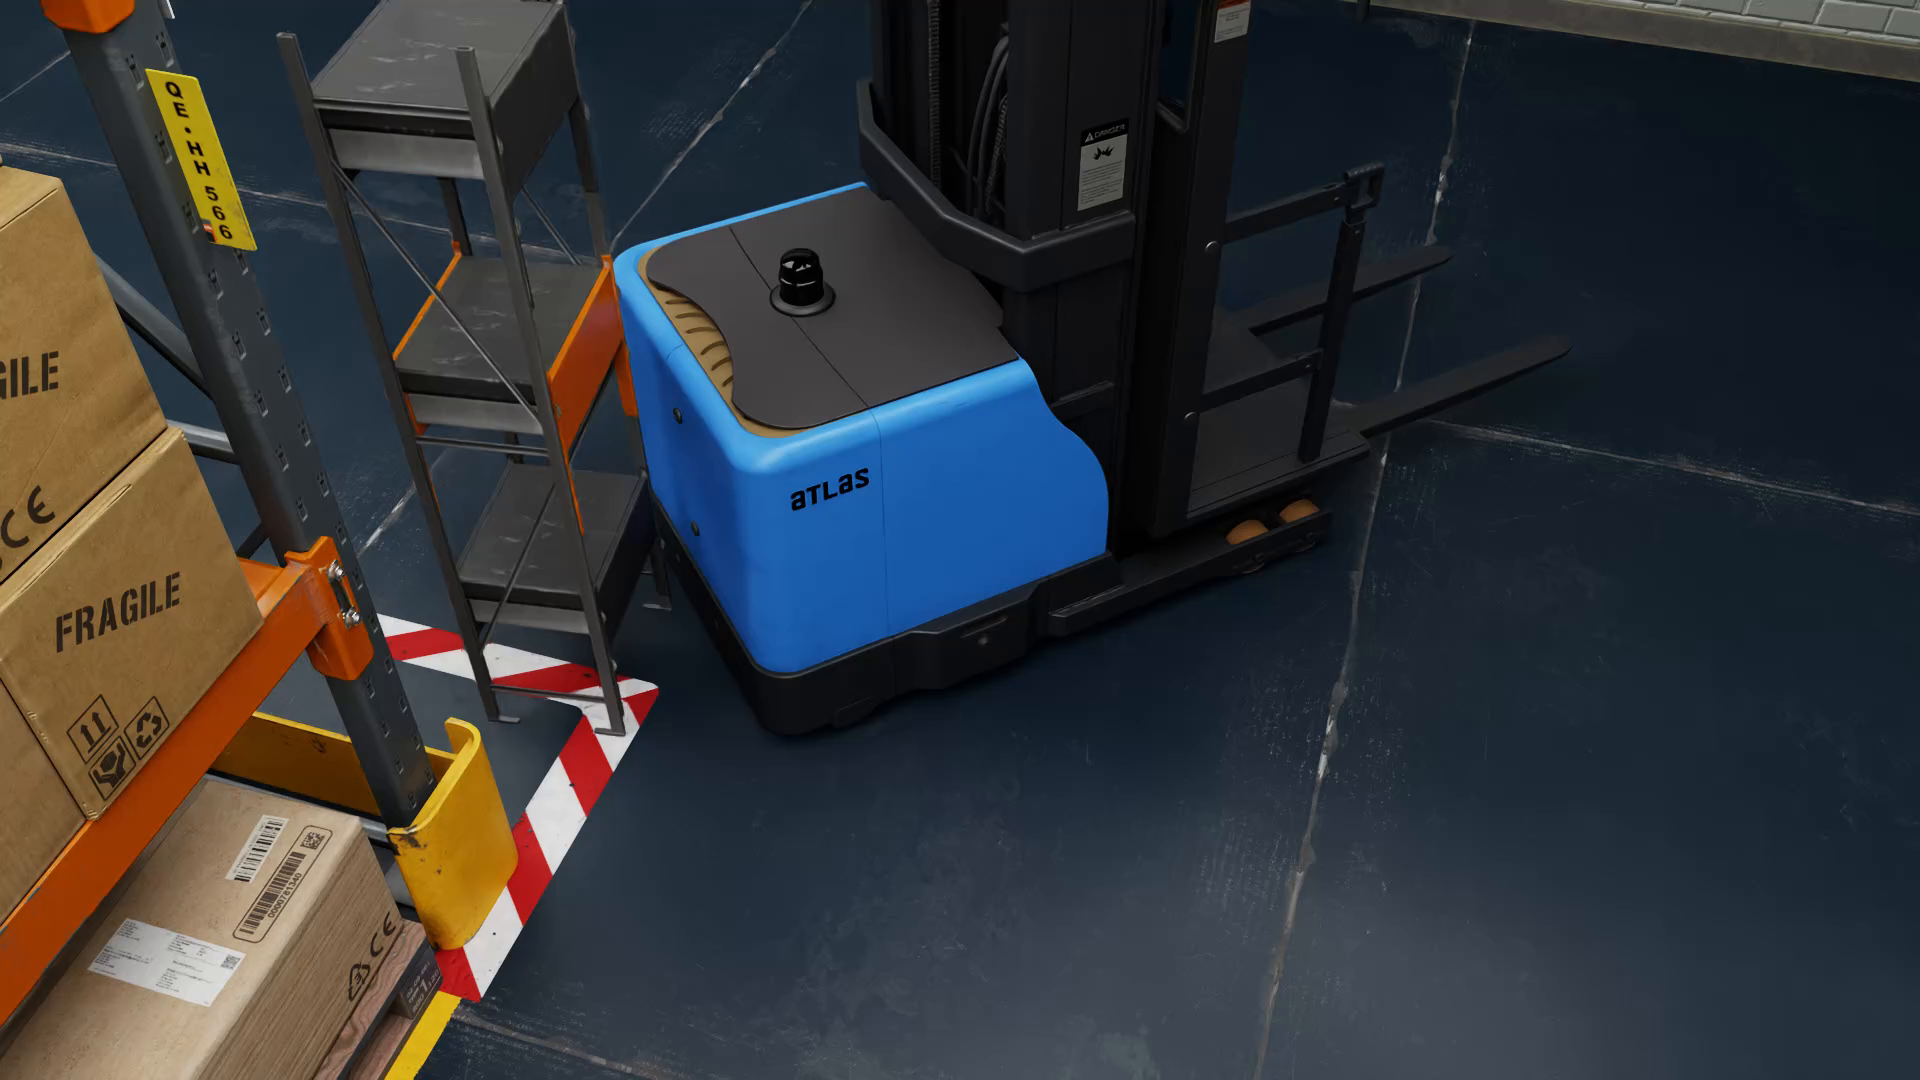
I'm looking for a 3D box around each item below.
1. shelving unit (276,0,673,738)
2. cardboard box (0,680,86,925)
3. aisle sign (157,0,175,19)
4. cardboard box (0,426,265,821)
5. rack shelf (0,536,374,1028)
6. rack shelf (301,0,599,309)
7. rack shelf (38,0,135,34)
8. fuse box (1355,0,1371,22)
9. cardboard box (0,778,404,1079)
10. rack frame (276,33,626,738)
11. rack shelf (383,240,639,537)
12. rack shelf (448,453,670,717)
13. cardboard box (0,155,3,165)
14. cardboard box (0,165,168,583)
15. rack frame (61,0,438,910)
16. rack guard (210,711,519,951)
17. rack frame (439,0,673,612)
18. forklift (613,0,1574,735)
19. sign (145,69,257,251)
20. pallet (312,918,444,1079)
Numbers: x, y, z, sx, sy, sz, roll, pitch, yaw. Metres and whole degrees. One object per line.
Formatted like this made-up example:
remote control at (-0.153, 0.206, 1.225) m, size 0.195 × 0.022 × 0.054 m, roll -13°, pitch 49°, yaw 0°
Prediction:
shelving unit at (-1.104, -0.389, 4.146) m, size 0.431 × 2.100 × 0.503 m, roll 6°, pitch 45°, yaw 6°
cardboard box at (-1.824, 0.426, 2.599) m, size 0.500 × 0.500 × 0.500 m, roll 12°, pitch 46°, yaw 12°
aisle sign at (-1.447, -1.159, 2.431) m, size 0.394 × 0.787 × 0.004 m, roll 13°, pitch 46°, yaw 13°
cardboard box at (-1.658, 0.095, 2.937) m, size 0.500 × 0.500 × 0.500 m, roll 13°, pitch 46°, yaw 13°
rack shelf at (-2.370, 1.343, 2.247) m, size 1.077 × 0.370 × 4.000 m, roll 13°, pitch 46°, yaw 13°
rack shelf at (-1.105, -0.880, 3.666) m, size 0.431 × 0.518 × 0.480 m, roll 6°, pitch 45°, yaw 6°
rack shelf at (-2.370, 0.271, 1.198) m, size 1.077 × 0.370 × 4.000 m, roll 13°, pitch 46°, yaw 13°
fuse box at (1.879, -3.008, 7.101) m, size 0.539 × 1.711 × 0.414 m, roll 13°, pitch 46°, yaw 13°
cardboard box at (-1.869, 0.980, 3.636) m, size 0.875 × 0.438 × 0.875 m, roll 11°, pitch 45°, yaw 11°
rack frame at (-1.141, -0.220, 3.974) m, size 0.400 × 2.100 × 0.015 m, roll 6°, pitch 45°, yaw 6°
rack shelf at (-1.104, -0.379, 4.156) m, size 0.431 × 0.518 × 0.480 m, roll 6°, pitch 45°, yaw 6°
rack shelf at (-1.104, 0.121, 4.645) m, size 0.431 × 0.518 × 0.480 m, roll 6°, pitch 45°, yaw 6°
cardboard box at (-1.682, -0.591, 2.459) m, size 0.380 × 0.149 × 0.250 m, roll 13°, pitch 46°, yaw 13°
cardboard box at (-1.683, -0.269, 2.593) m, size 0.500 × 0.500 × 0.500 m, roll 14°, pitch 46°, yaw 14°
rack frame at (-1.764, -0.247, 3.358) m, size 1.000 × 3.000 × 0.127 m, roll 13°, pitch 46°, yaw 13°
rack guard at (-1.757, 0.630, 4.249) m, size 1.175 × 0.500 × 0.348 m, roll 13°, pitch 46°, yaw 13°
rack frame at (-1.068, -0.558, 4.319) m, size 0.400 × 2.100 × 0.015 m, roll 6°, pitch 45°, yaw 6°
forklift at (0.577, -1.252, 4.434) m, size 3.031 × 2.935 × 1.130 m, roll -20°, pitch 48°, yaw -20°
sign at (-1.251, -0.622, 2.743) m, size 0.100 × 0.325 × 0.005 m, roll 13°, pitch 46°, yaw 13°
pallet at (-1.932, 1.299, 3.772) m, size 1.003 × 0.211 × 1.213 m, roll 13°, pitch 46°, yaw 13°
